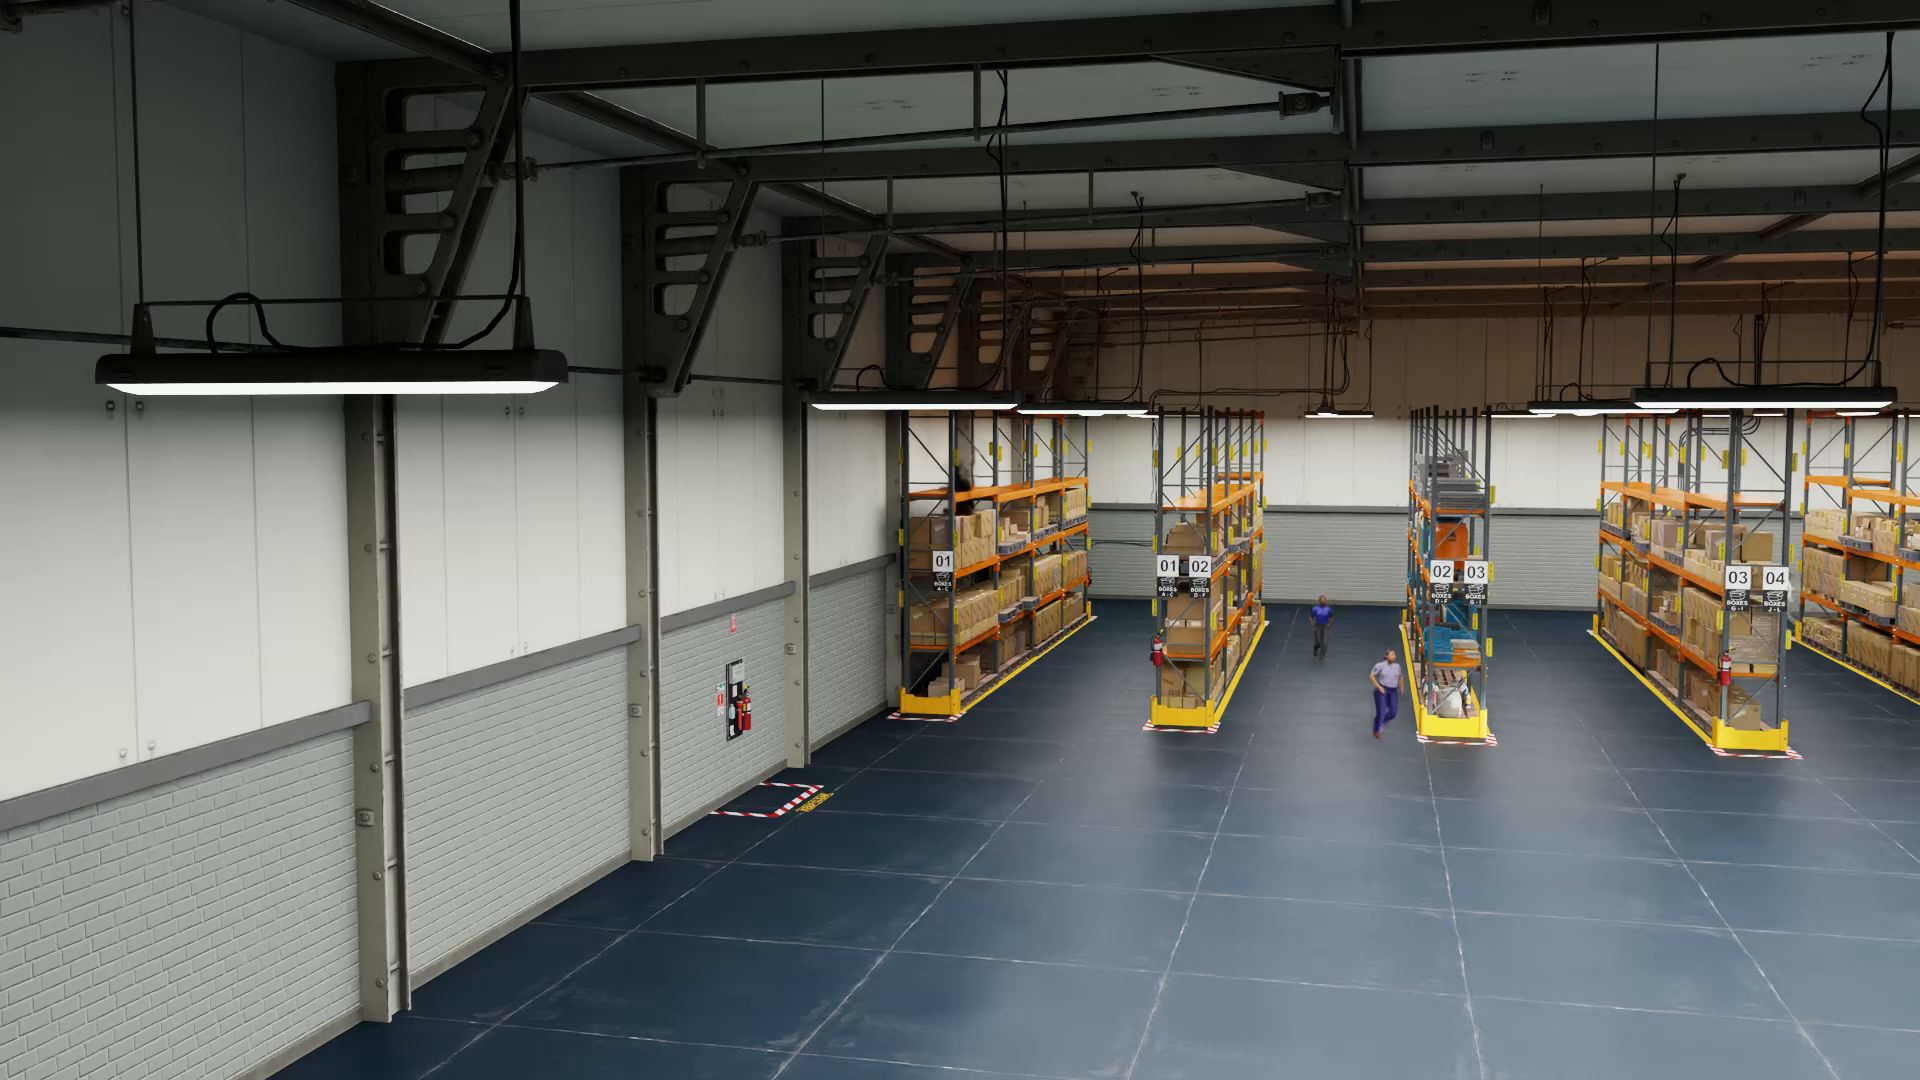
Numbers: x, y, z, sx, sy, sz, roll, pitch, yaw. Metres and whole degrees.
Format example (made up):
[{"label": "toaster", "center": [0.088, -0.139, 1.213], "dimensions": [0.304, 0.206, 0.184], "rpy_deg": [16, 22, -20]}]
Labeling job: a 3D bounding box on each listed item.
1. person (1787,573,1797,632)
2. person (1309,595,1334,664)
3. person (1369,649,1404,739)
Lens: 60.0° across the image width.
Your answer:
[{"label": "person", "center": [22.111, 1.689, 44.590], "dimensions": [0.917, 1.690, 0.621], "rpy_deg": [1, 4, 8]}, {"label": "person", "center": [8.538, 2.109, 39.229], "dimensions": [0.574, 1.603, 0.561], "rpy_deg": [0, 4, 2]}, {"label": "person", "center": [7.740, 2.779, 30.026], "dimensions": [0.675, 1.602, 0.481], "rpy_deg": [-1, 4, -11]}]
